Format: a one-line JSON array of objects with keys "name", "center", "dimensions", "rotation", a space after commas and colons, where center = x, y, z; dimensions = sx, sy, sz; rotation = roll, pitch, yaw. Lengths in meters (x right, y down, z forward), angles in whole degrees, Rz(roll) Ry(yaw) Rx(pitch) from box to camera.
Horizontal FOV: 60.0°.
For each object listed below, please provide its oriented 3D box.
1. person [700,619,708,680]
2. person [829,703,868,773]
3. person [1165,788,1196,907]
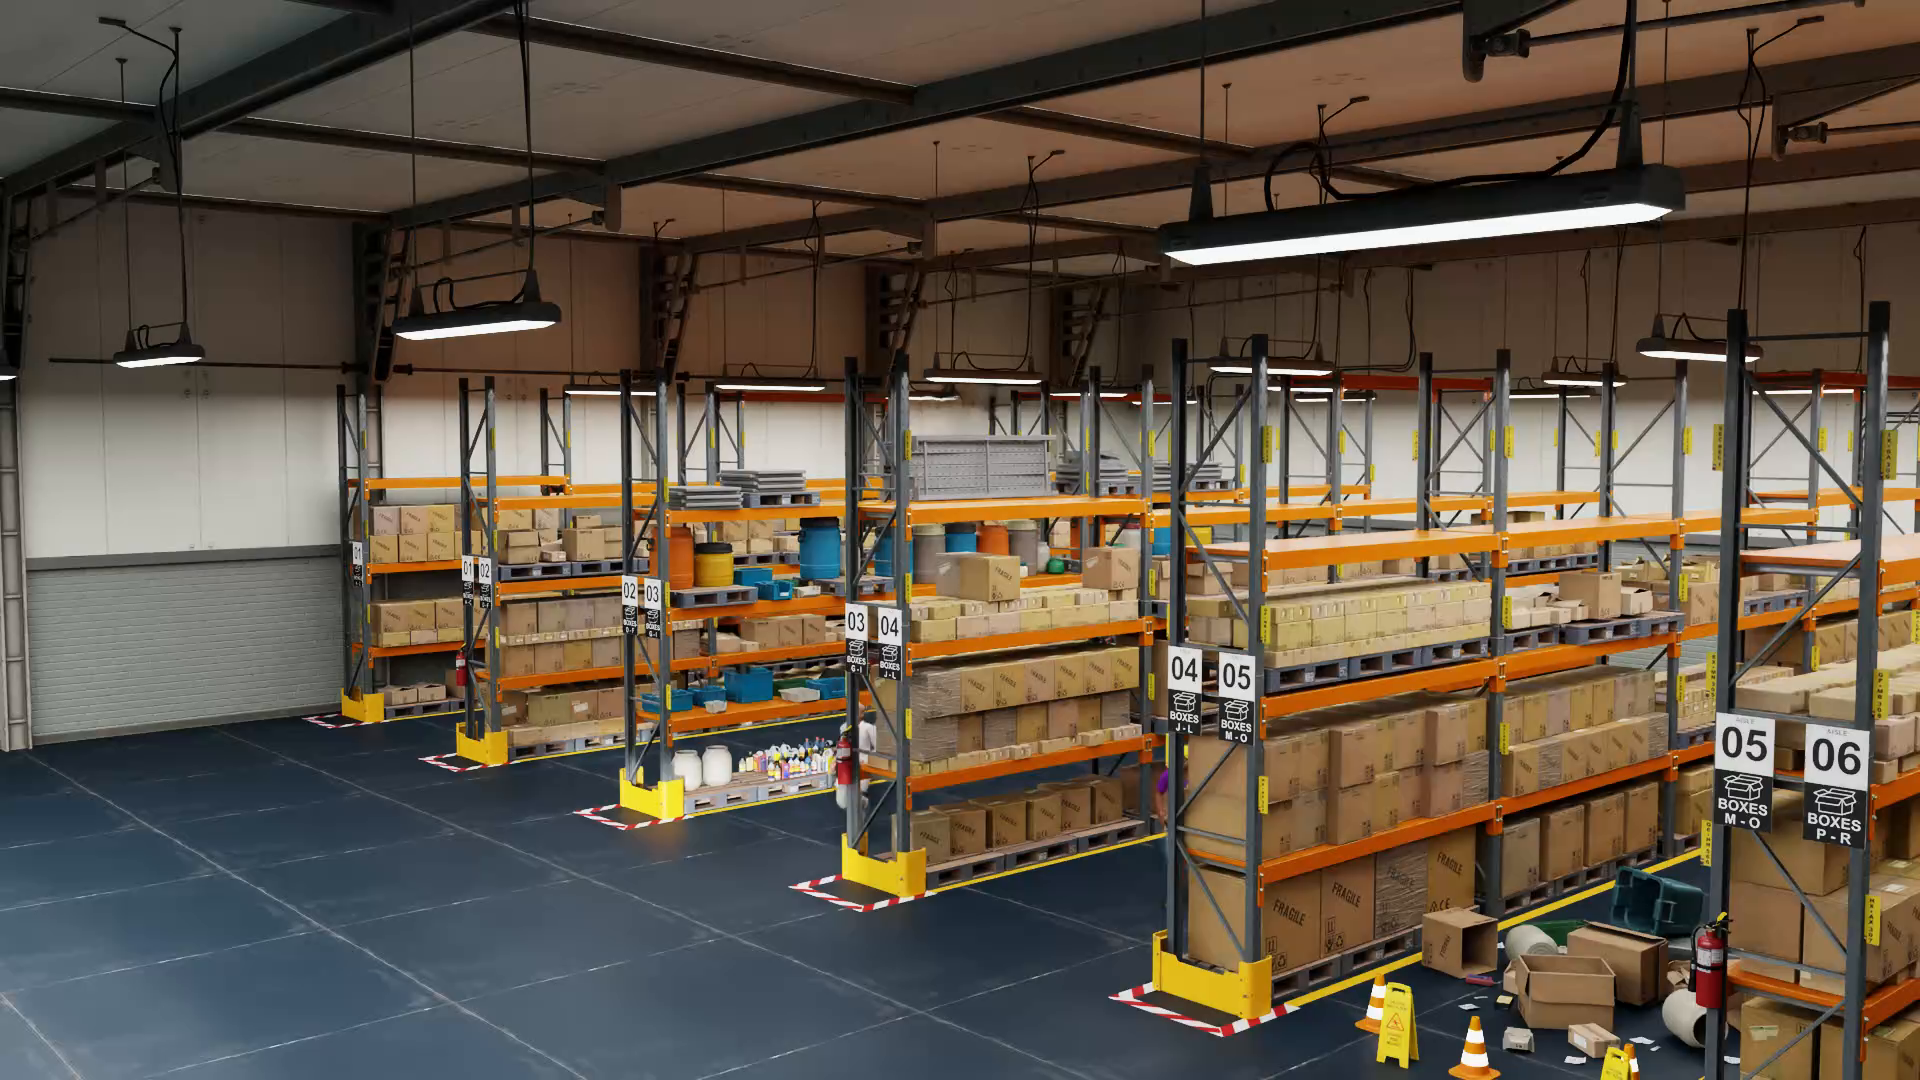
[{"name": "person", "center": [-4.652, 2.252, 31.046], "dimensions": [0.567, 1.548, 0.682], "rotation": [4, 5, 43]}, {"name": "person", "center": [-1.342, 2.514, 20.997], "dimensions": [0.686, 0.902, 0.461], "rotation": [2, 4, 32]}, {"name": "person", "center": [2.494, 3.237, 18.286], "dimensions": [0.433, 1.485, 0.771], "rotation": [2, 4, 27]}]
